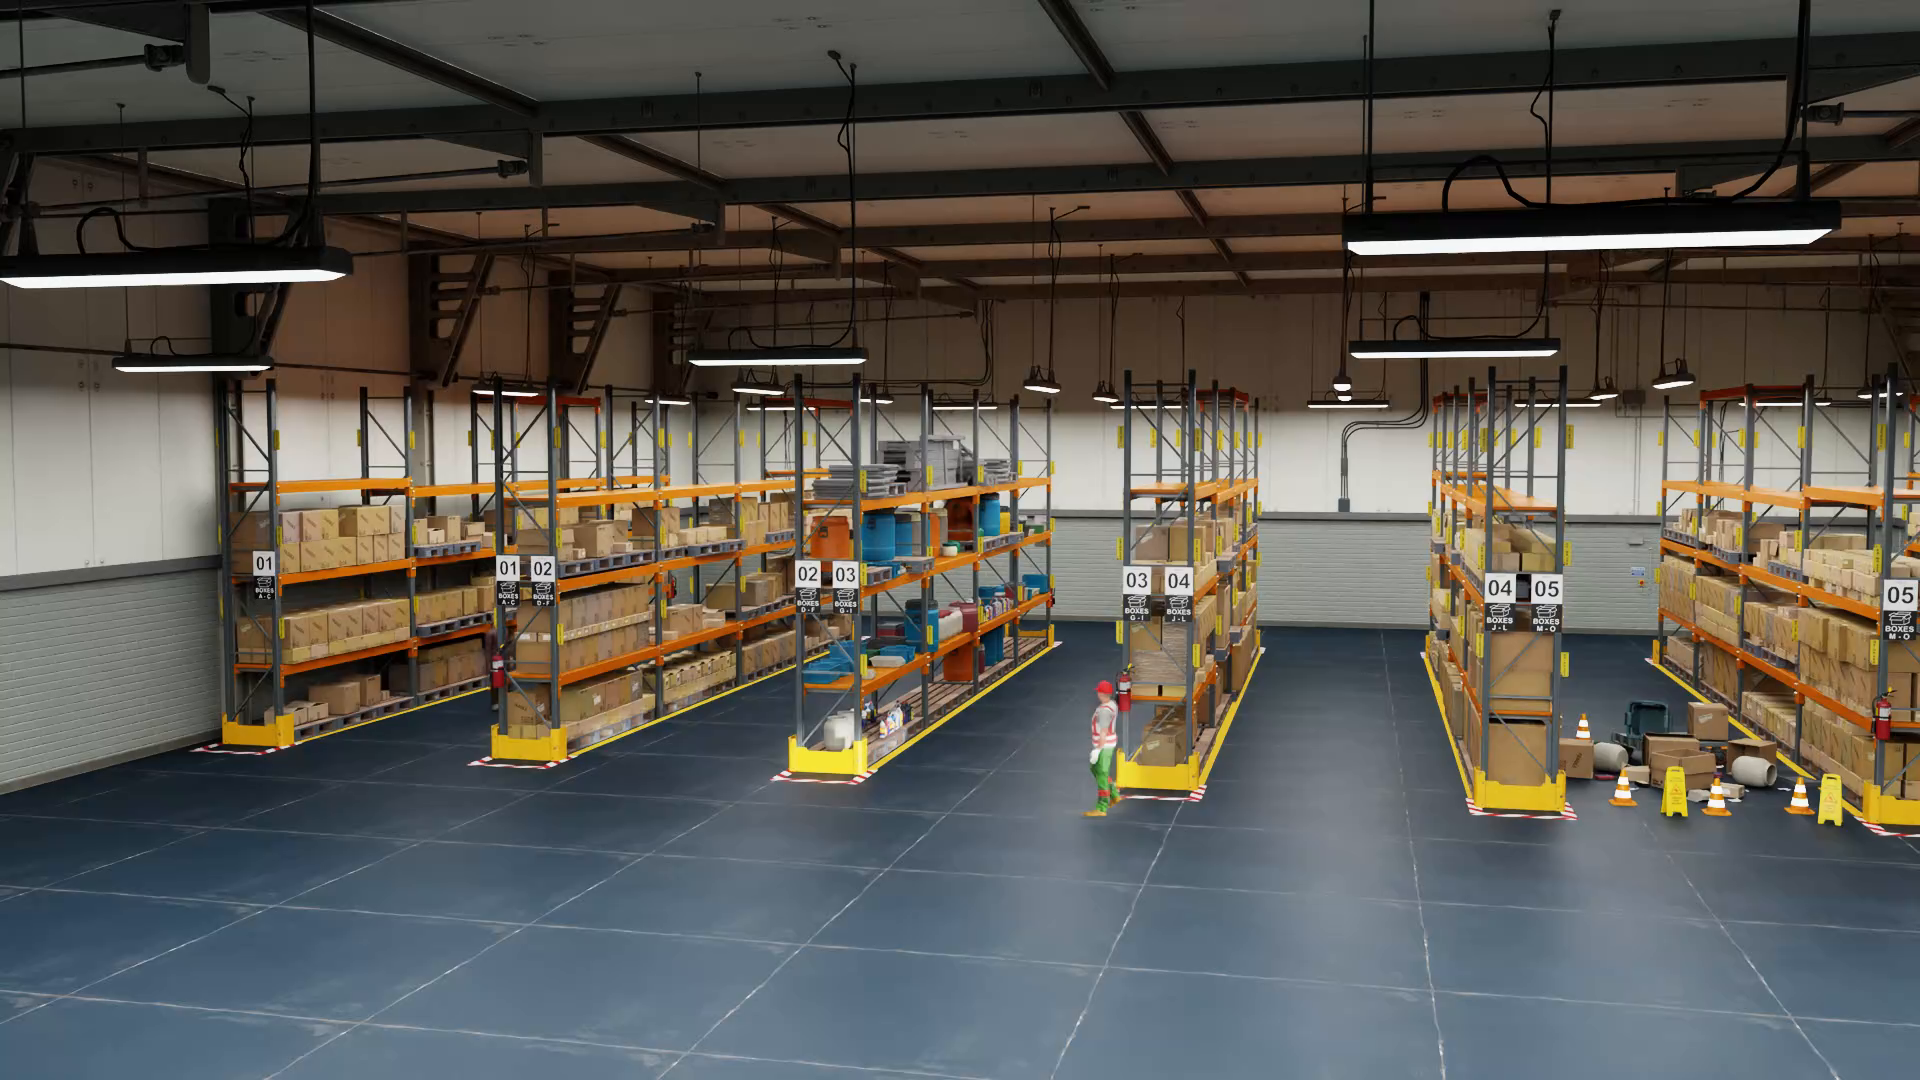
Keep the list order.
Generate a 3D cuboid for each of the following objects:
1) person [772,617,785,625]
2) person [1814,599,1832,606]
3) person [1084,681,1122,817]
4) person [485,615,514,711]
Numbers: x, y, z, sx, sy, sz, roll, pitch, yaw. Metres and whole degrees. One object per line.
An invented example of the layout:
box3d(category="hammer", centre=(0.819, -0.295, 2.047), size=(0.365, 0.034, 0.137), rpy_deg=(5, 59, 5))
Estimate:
box3d(category="person", centre=(-4.552, 1.573, 42.174), size=(0.640, 1.740, 0.921), rpy_deg=(-1, 4, -13))
box3d(category="person", centre=(20.725, 1.731, 39.816), size=(0.633, 1.742, 0.584), rpy_deg=(0, 3, 3))
box3d(category="person", centre=(1.912, 2.765, 22.212), size=(0.523, 1.788, 0.626), rpy_deg=(0, 3, 3))
box3d(category="person", centre=(-8.563, 2.260, 30.828), size=(0.372, 1.789, 0.622), rpy_deg=(2, 4, 30))
